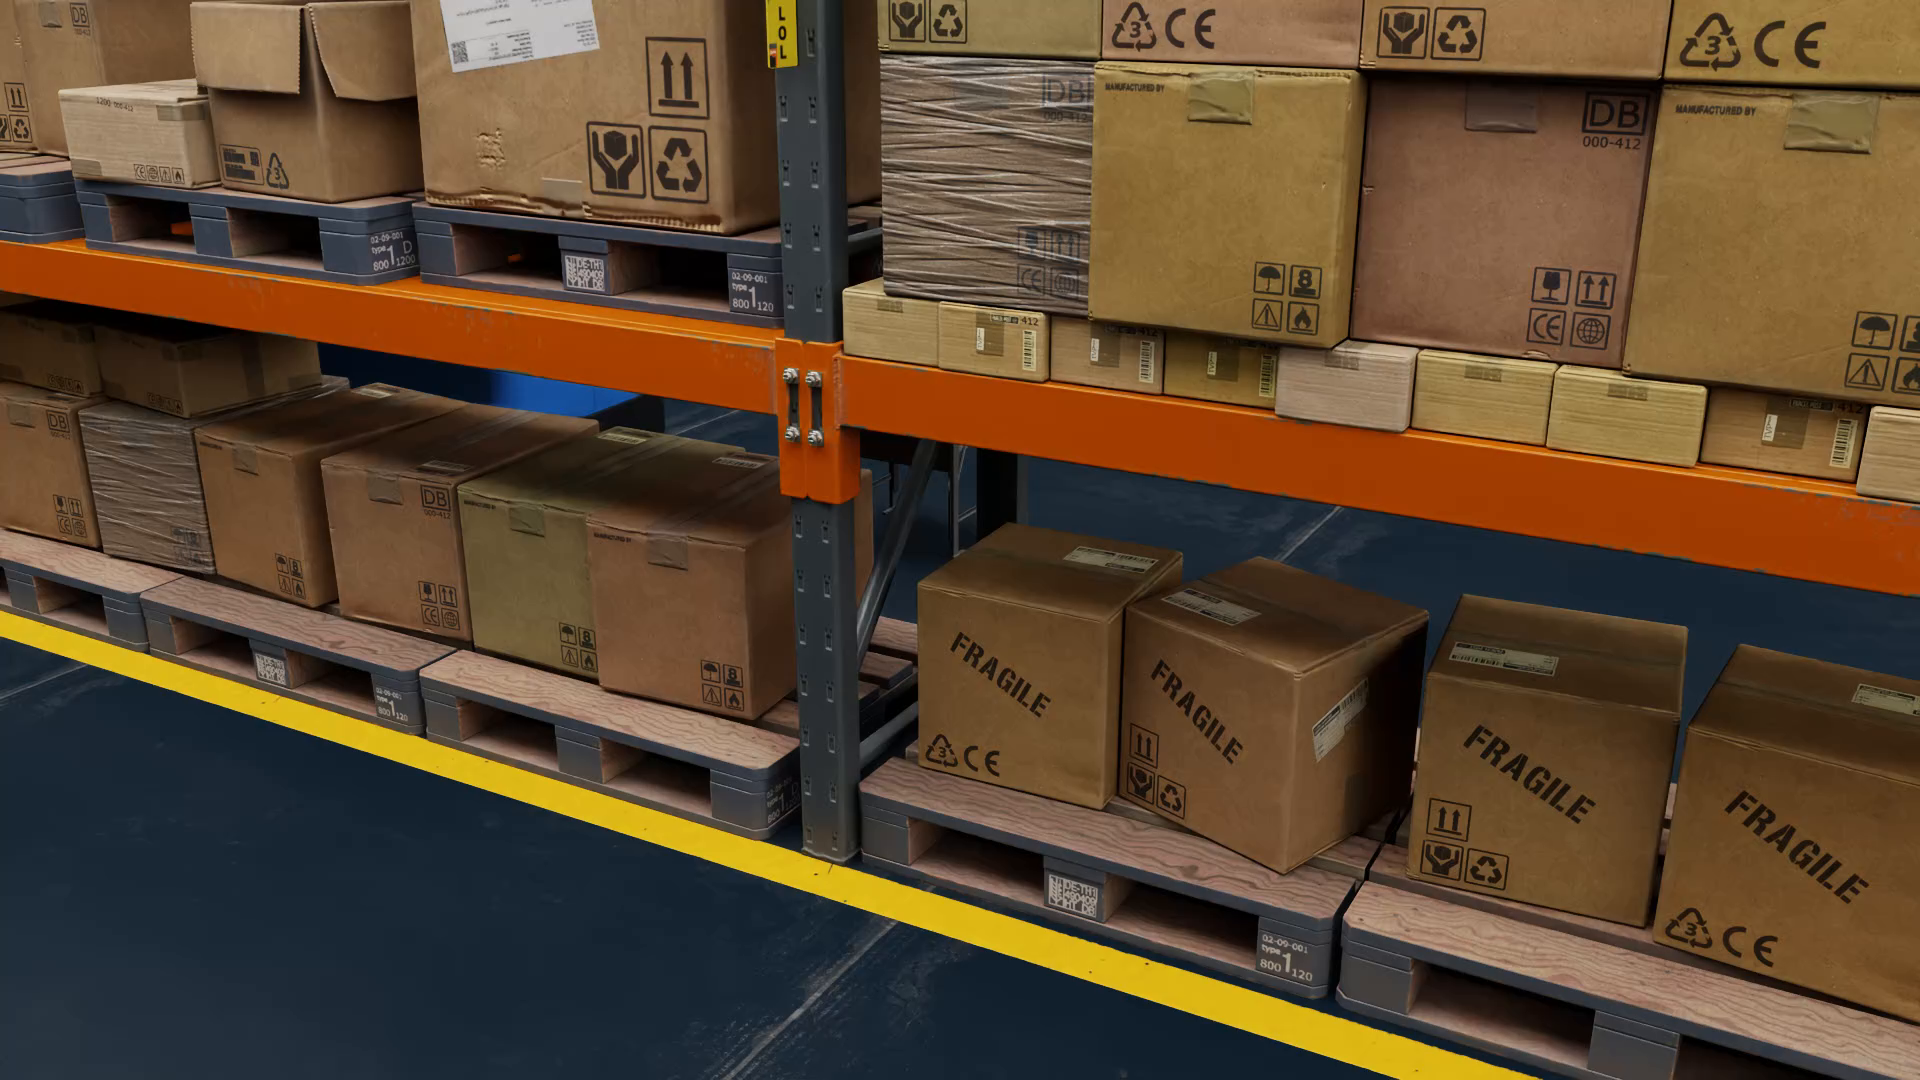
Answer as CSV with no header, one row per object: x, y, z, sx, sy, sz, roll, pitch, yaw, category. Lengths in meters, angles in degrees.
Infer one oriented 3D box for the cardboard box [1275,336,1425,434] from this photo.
0.806,-0.342,3.278,0.250,0.149,0.380,11,23,27,cardboard box

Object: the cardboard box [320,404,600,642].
-1.521,-0.075,5.194,0.500,0.500,0.700,9,22,23,cardboard box

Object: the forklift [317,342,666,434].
-2.858,-1.840,7.141,3.031,2.935,1.130,10,22,25,forklift

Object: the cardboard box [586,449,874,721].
-0.625,0.103,4.704,0.500,0.500,0.700,9,22,23,cardboard box

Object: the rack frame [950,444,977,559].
0.069,-0.974,5.971,0.015,2.100,0.400,11,23,27,rack frame

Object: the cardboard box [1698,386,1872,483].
1.498,-0.240,2.997,0.250,0.149,0.380,11,23,27,cardboard box

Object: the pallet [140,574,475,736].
-1.849,0.222,5.443,1.213,0.211,1.003,11,23,27,pallet

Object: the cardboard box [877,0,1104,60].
0.169,-1.263,3.400,0.500,0.500,0.500,11,23,27,cardboard box

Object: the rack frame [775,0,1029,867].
-0.100,-0.757,4.053,0.127,3.000,1.000,11,23,27,rack frame

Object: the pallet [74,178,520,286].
-1.844,-1.015,5.046,1.213,0.211,1.003,11,23,27,pallet

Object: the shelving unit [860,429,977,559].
-0.145,-1.015,6.083,0.503,2.100,0.431,11,23,27,shelving unit

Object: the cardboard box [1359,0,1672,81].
1.043,-1.097,2.942,0.500,0.500,0.500,11,23,27,cardboard box

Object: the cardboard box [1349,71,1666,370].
1.168,-0.704,3.324,0.500,0.500,0.875,11,23,27,cardboard box

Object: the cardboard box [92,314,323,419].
-2.524,-0.619,5.593,0.500,0.250,0.500,14,24,33,cardboard box

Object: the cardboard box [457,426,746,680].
-1.033,0.018,4.938,0.500,0.500,0.700,11,22,27,cardboard box

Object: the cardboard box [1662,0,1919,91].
1.484,-1.018,2.722,0.500,0.500,0.500,11,23,27,cardboard box

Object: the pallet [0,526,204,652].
-2.910,0.019,6.003,1.213,0.211,1.003,11,23,27,pallet

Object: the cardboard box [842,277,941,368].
-0.059,-0.514,3.751,0.250,0.149,0.380,11,23,27,cardboard box

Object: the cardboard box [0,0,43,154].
-3.101,-1.589,5.584,0.500,0.500,0.500,8,21,21,cardboard box

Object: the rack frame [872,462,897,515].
-0.358,-1.055,6.195,0.015,2.100,0.400,11,23,27,rack frame

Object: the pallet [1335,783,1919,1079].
1.573,0.858,3.691,1.213,0.211,1.003,11,23,27,pallet

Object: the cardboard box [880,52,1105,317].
0.263,-0.851,3.728,0.500,0.500,0.875,11,23,27,cardboard box

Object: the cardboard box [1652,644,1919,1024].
1.779,0.578,3.423,0.500,0.500,0.500,13,24,32,cardboard box

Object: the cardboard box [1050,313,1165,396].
0.385,-0.435,3.533,0.250,0.149,0.380,11,23,27,cardboard box

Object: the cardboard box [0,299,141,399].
-2.992,-0.704,5.828,0.500,0.250,0.500,12,23,29,cardboard box

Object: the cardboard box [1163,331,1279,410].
0.608,-0.396,3.427,0.250,0.149,0.380,11,23,27,cardboard box

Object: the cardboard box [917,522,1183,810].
0.230,0.299,4.192,0.500,0.500,0.500,10,22,26,cardboard box

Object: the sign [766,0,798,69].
-0.367,-1.135,3.399,0.005,0.325,0.100,11,23,27,sign

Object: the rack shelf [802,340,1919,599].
1.646,-0.086,3.259,4.000,0.370,1.077,11,23,27,rack shelf

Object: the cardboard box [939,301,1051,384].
0.153,-0.468,3.625,0.250,0.149,0.380,11,23,27,cardboard box

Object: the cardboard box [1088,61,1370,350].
0.682,-0.757,3.470,0.500,0.500,0.875,11,23,27,cardboard box

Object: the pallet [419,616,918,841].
-0.780,0.425,4.884,1.213,0.211,1.003,11,23,27,pallet

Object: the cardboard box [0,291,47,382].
-4.184,-0.742,6.511,0.875,0.875,1.225,10,22,25,cardboard box

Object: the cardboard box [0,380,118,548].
-2.997,-0.348,5.947,0.500,0.500,0.700,10,22,24,cardboard box

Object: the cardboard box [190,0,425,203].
-1.658,-1.264,4.683,0.637,0.503,0.797,13,24,33,cardboard box

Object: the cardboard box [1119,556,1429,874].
0.734,0.392,3.935,0.500,0.500,0.500,-17,26,-39,cardboard box

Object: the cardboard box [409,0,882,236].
-0.725,-1.410,4.358,1.000,1.000,1.000,11,23,28,cardboard box

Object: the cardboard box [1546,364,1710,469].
1.257,-0.268,3.074,0.250,0.149,0.380,11,23,27,cardboard box

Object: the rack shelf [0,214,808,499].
-1.846,-0.751,5.093,4.000,0.370,1.077,11,23,27,rack shelf

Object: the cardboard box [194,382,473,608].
-2.008,-0.168,5.449,0.500,0.500,0.700,13,24,32,cardboard box

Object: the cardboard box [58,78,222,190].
-2.241,-1.202,4.884,0.500,0.250,0.500,10,22,26,cardboard box

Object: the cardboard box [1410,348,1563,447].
1.044,-0.313,3.198,0.250,0.149,0.380,11,23,27,cardboard box

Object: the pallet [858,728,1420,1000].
0.504,0.655,4.250,1.213,0.211,1.003,11,23,27,pallet

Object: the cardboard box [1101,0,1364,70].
0.606,-1.181,3.172,0.500,0.500,0.500,11,23,27,cardboard box

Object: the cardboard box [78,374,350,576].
-2.507,-0.260,5.704,0.500,0.500,0.700,9,22,23,cardboard box

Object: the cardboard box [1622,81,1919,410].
1.584,-0.608,3.061,0.500,0.500,0.875,11,23,27,cardboard box

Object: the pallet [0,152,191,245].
-2.918,-1.245,5.680,1.003,0.211,1.213,11,23,27,pallet

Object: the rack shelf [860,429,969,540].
-0.145,-0.344,6.326,0.480,0.518,0.431,11,23,27,rack shelf

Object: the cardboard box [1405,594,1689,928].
1.314,0.472,3.715,0.500,0.500,0.500,9,22,23,cardboard box

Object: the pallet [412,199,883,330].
-0.696,-0.837,4.556,1.213,0.211,1.003,11,23,27,pallet

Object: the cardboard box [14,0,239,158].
-2.565,-1.526,5.410,0.500,0.500,0.700,15,25,35,cardboard box

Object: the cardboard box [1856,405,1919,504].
1.682,-0.178,2.825,0.250,0.149,0.380,11,23,27,cardboard box
